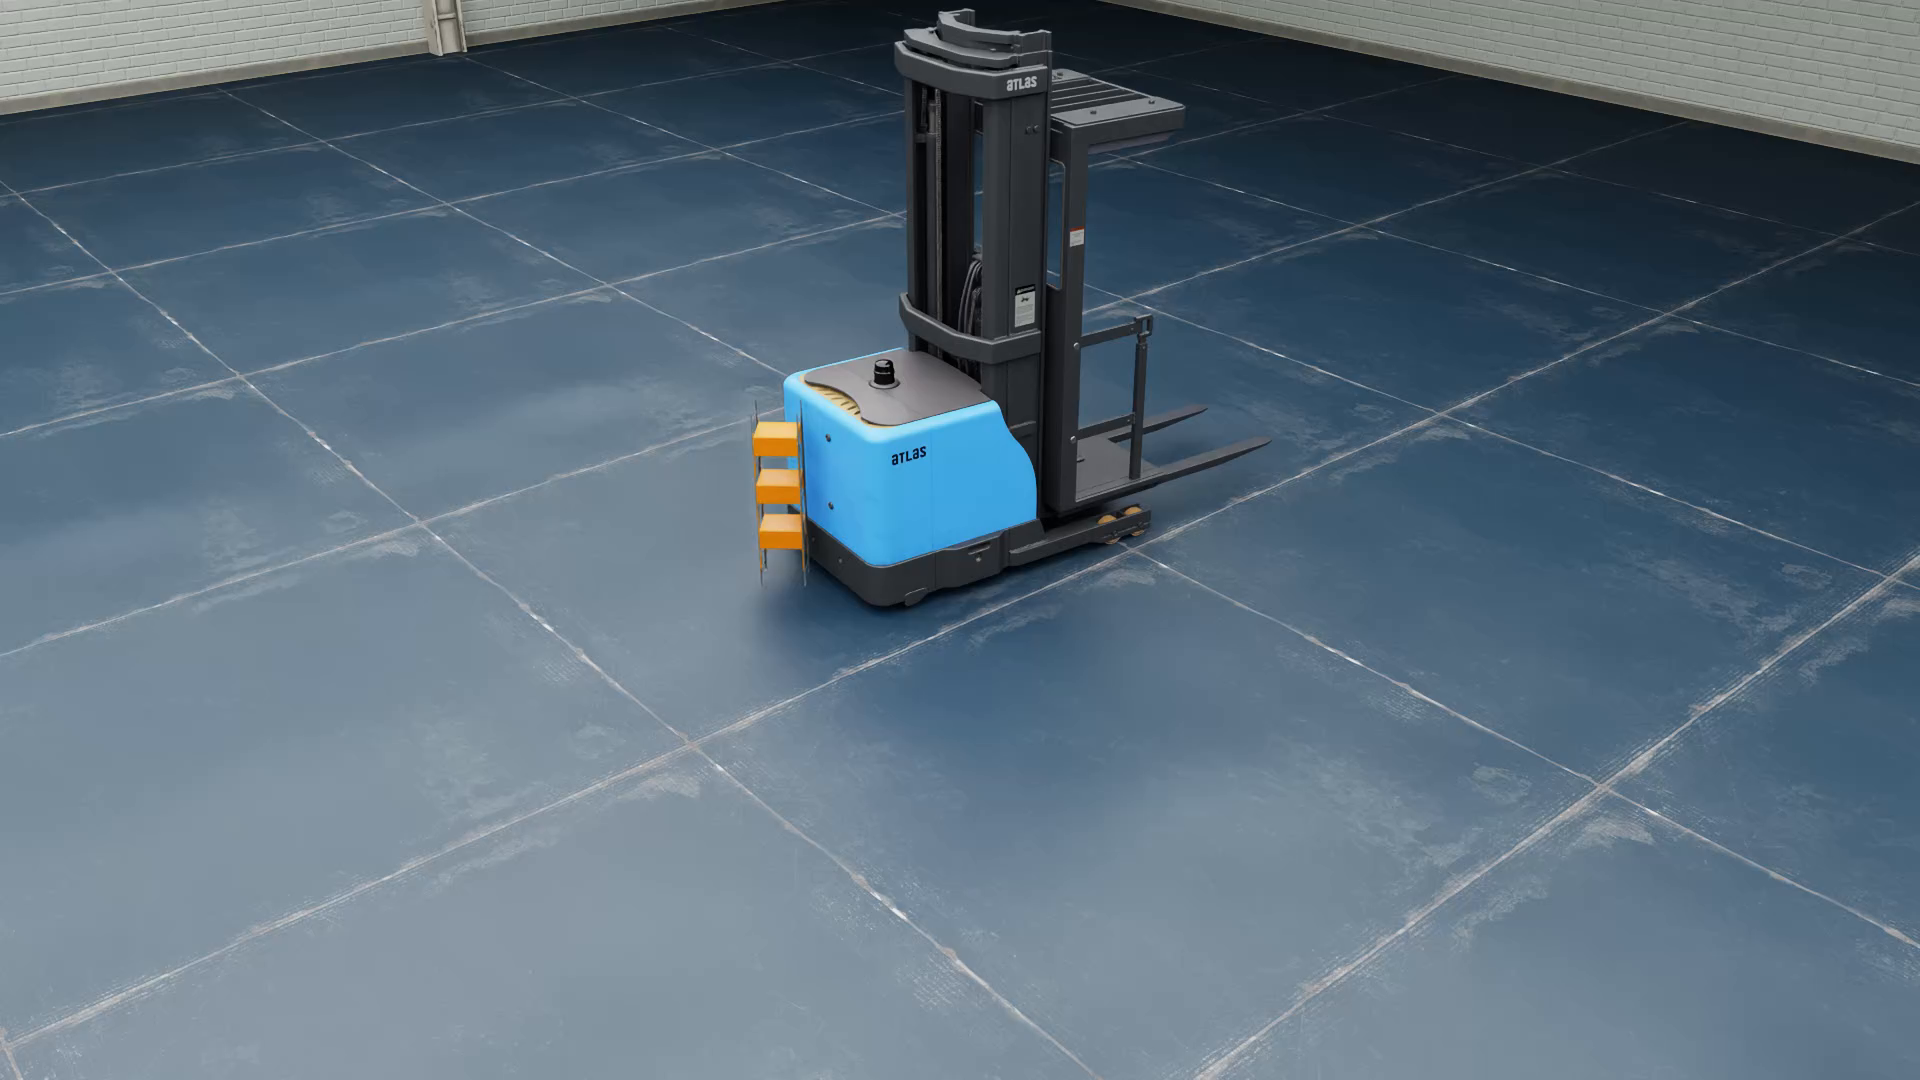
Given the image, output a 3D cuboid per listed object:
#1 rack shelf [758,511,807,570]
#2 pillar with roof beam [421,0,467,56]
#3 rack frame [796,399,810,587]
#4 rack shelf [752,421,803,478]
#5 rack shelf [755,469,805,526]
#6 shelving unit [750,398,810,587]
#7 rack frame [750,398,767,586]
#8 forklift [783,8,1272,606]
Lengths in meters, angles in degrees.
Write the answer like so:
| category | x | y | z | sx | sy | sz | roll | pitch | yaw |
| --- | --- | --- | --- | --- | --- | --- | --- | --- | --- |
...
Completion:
| category | x | y | z | sx | sy | sz | roll | pitch | yaw |
| --- | --- | --- | --- | --- | --- | --- | --- | --- | --- |
| rack shelf | -0.981 | 0.002 | 9.244 | 0.240 | 0.259 | 0.215 | 1 | 28 | 2 |
| pillar with roof beam | -3.867 | -8.779 | 16.630 | 0.400 | 9.000 | 9.100 | -22 | 35 | -35 |
| rack frame | -0.859 | -0.251 | 9.105 | 0.008 | 1.050 | 0.200 | 1 | 28 | 2 |
| rack shelf | -0.981 | -0.493 | 8.980 | 0.240 | 0.259 | 0.215 | 1 | 28 | 2 |
| rack shelf | -0.981 | -0.243 | 9.113 | 0.240 | 0.259 | 0.215 | 1 | 28 | 2 |
| shelving unit | -0.981 | -0.252 | 9.108 | 0.252 | 1.050 | 0.215 | 1 | 28 | 2 |
| rack frame | -1.103 | -0.254 | 9.112 | 0.008 | 1.050 | 0.200 | 1 | 28 | 2 |
| forklift | 0.518 | -1.457 | 9.366 | 3.031 | 2.935 | 1.130 | -18 | 33 | -29 |
